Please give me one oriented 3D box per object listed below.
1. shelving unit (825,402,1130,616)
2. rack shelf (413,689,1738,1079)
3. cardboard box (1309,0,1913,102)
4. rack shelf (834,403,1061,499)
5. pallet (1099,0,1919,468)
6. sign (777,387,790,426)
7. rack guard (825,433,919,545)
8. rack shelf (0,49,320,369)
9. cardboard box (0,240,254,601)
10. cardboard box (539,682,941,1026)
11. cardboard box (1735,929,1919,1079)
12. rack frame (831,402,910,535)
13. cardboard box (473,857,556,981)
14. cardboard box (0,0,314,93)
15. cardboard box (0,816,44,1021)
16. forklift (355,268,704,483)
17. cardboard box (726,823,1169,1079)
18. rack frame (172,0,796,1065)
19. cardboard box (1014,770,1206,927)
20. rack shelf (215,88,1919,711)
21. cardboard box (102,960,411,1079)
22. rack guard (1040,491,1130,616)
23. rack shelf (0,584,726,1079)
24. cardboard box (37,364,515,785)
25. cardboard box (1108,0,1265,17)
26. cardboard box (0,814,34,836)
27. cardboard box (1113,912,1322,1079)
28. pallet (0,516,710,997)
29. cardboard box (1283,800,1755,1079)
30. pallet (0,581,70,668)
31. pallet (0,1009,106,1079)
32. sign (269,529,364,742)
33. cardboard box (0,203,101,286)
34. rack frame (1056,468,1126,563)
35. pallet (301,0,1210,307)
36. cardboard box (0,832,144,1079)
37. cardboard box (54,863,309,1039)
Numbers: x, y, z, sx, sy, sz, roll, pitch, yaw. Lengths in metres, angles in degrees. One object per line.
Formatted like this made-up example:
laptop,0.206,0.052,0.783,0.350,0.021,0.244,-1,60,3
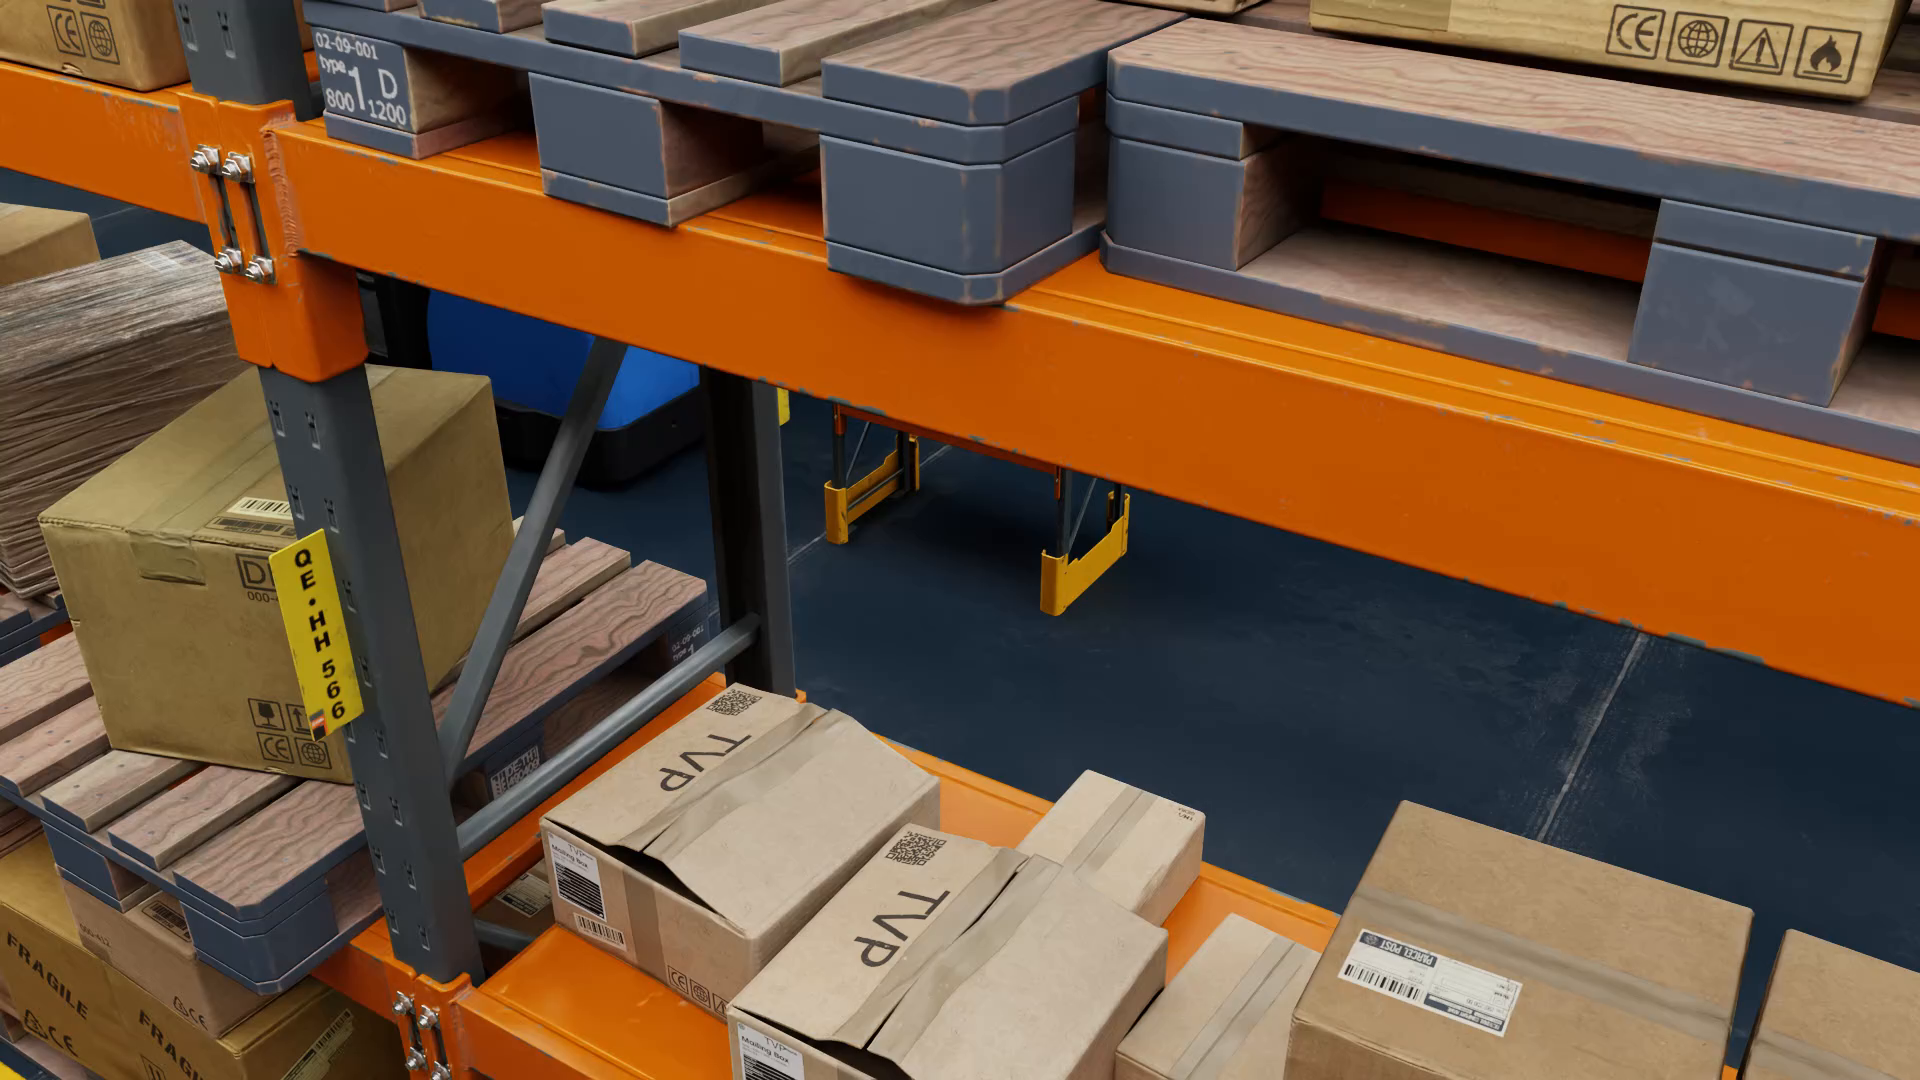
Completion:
shelving unit,0.065,-0.627,6.337,1.083,1.500,0.587,18,35,27
rack shelf,1.029,1.221,2.394,4.000,0.370,1.077,18,35,27
cardboard box,0.681,-0.649,1.641,0.500,0.250,0.500,17,34,26
rack shelf,0.072,-0.470,6.424,1.000,0.185,0.538,18,35,27
pallet,0.906,-0.397,1.665,1.213,0.211,1.003,19,35,30
sign,-0.373,-0.363,3.247,0.005,0.325,0.100,18,35,27
rack guard,-0.357,-0.221,6.881,0.087,0.250,0.587,18,35,27
rack shelf,-2.359,-1.146,3.475,4.000,0.370,1.077,18,35,27
cardboard box,-1.931,-0.297,3.766,0.500,0.500,0.700,25,39,36
cardboard box,-0.380,0.529,2.954,0.500,0.311,0.500,20,36,30
cardboard box,1.211,0.915,2.105,0.500,0.500,0.500,18,35,27
rack frame,-0.358,-0.761,6.566,0.032,1.500,0.500,18,35,27
cardboard box,-0.898,1.021,4.068,0.500,0.500,0.500,19,35,29
cardboard box,-1.052,-1.067,2.525,0.500,0.500,0.910,18,35,27
cardboard box,-2.468,0.837,4.382,0.500,0.500,0.500,16,34,26
forklift,-2.443,-2.059,7.370,3.031,2.935,1.130,18,35,27
cardboard box,-0.010,0.736,2.601,0.500,0.311,0.500,17,34,27
rack frame,-0.667,0.376,3.128,0.053,2.616,0.949,18,35,27
cardboard box,0.244,0.606,2.983,0.250,0.149,0.380,18,35,27
rack shelf,1.029,-0.074,1.638,4.000,0.370,1.077,18,35,27
cardboard box,-1.582,1.114,3.908,0.500,0.500,0.500,19,35,29
rack guard,0.486,0.046,6.423,0.087,0.250,0.587,18,35,27
rack shelf,-2.359,0.150,4.230,4.000,0.370,1.077,18,35,27
cardboard box,-1.258,0.030,3.207,0.500,0.500,0.700,6,31,11
cardboard box,0.203,-0.807,1.912,0.500,0.250,0.500,19,35,29
cardboard box,-2.500,0.505,4.208,0.500,0.250,0.500,17,34,26
cardboard box,0.445,0.801,2.650,0.250,0.149,0.380,20,36,31
pallet,-1.276,0.306,3.439,1.003,0.211,1.213,18,35,27
cardboard box,0.765,0.774,2.347,0.500,0.500,0.500,16,34,25
pallet,-2.314,-0.061,4.069,1.213,0.211,1.003,18,35,27
pallet,-2.306,1.036,4.765,1.213,0.211,1.003,18,35,27
sign,-0.945,0.143,2.458,0.005,0.325,0.100,18,35,27
cardboard box,-2.524,-0.474,4.070,0.500,0.500,0.700,9,31,15
rack frame,0.503,-0.489,6.099,0.032,1.500,0.500,18,35,27
pallet,-0.043,-0.696,2.176,1.003,0.211,1.213,19,35,30
cardboard box,-2.020,0.975,4.145,0.500,0.500,0.500,16,34,26
cardboard box,-1.632,0.777,3.741,0.500,0.250,0.500,19,35,29
